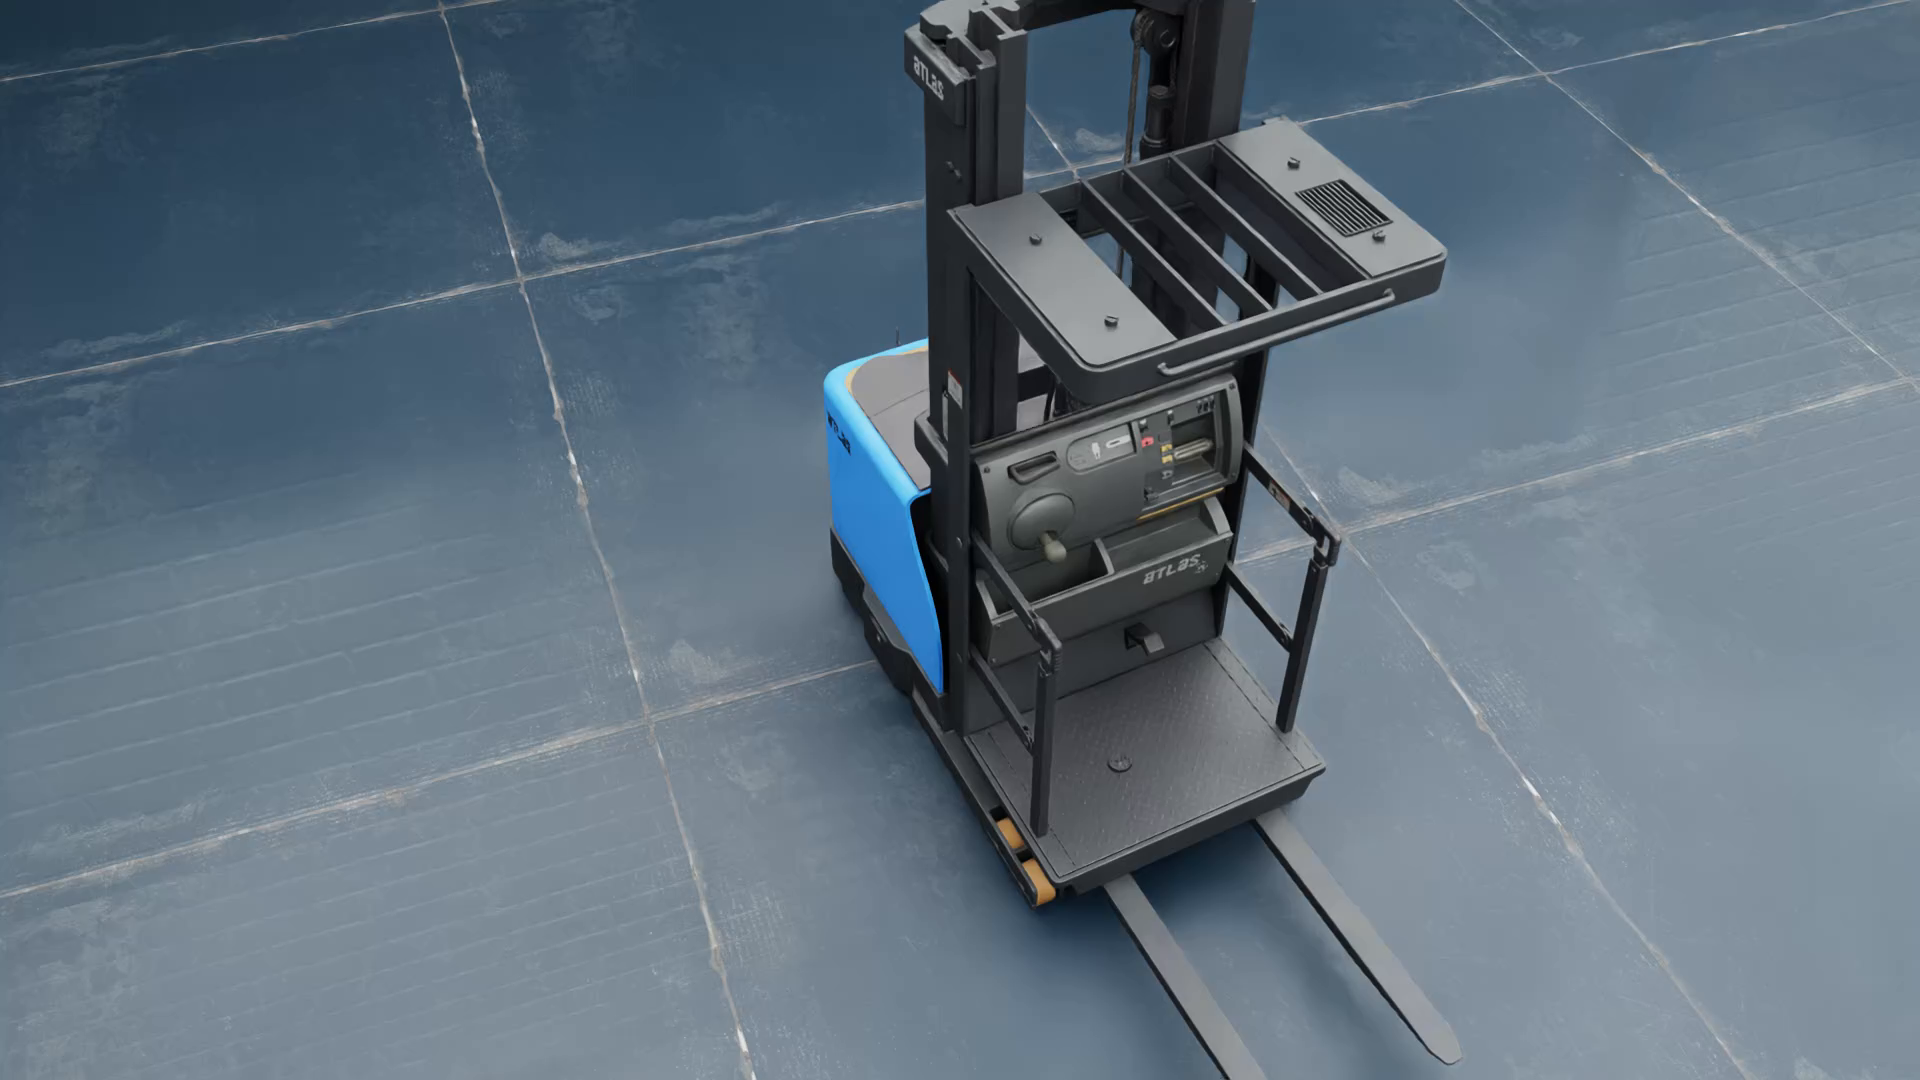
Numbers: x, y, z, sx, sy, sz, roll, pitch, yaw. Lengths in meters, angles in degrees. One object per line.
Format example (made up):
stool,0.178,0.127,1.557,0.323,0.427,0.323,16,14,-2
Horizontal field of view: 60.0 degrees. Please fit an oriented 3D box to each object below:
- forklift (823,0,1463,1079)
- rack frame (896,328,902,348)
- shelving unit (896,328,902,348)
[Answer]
forklift,0.584,-0.129,5.118,1.130,2.935,3.031,-20,48,-18
rack frame,-0.199,-0.452,6.874,0.006,0.900,0.240,-19,48,-18
shelving unit,-0.108,-0.485,6.906,0.210,0.900,0.258,-19,48,-18
